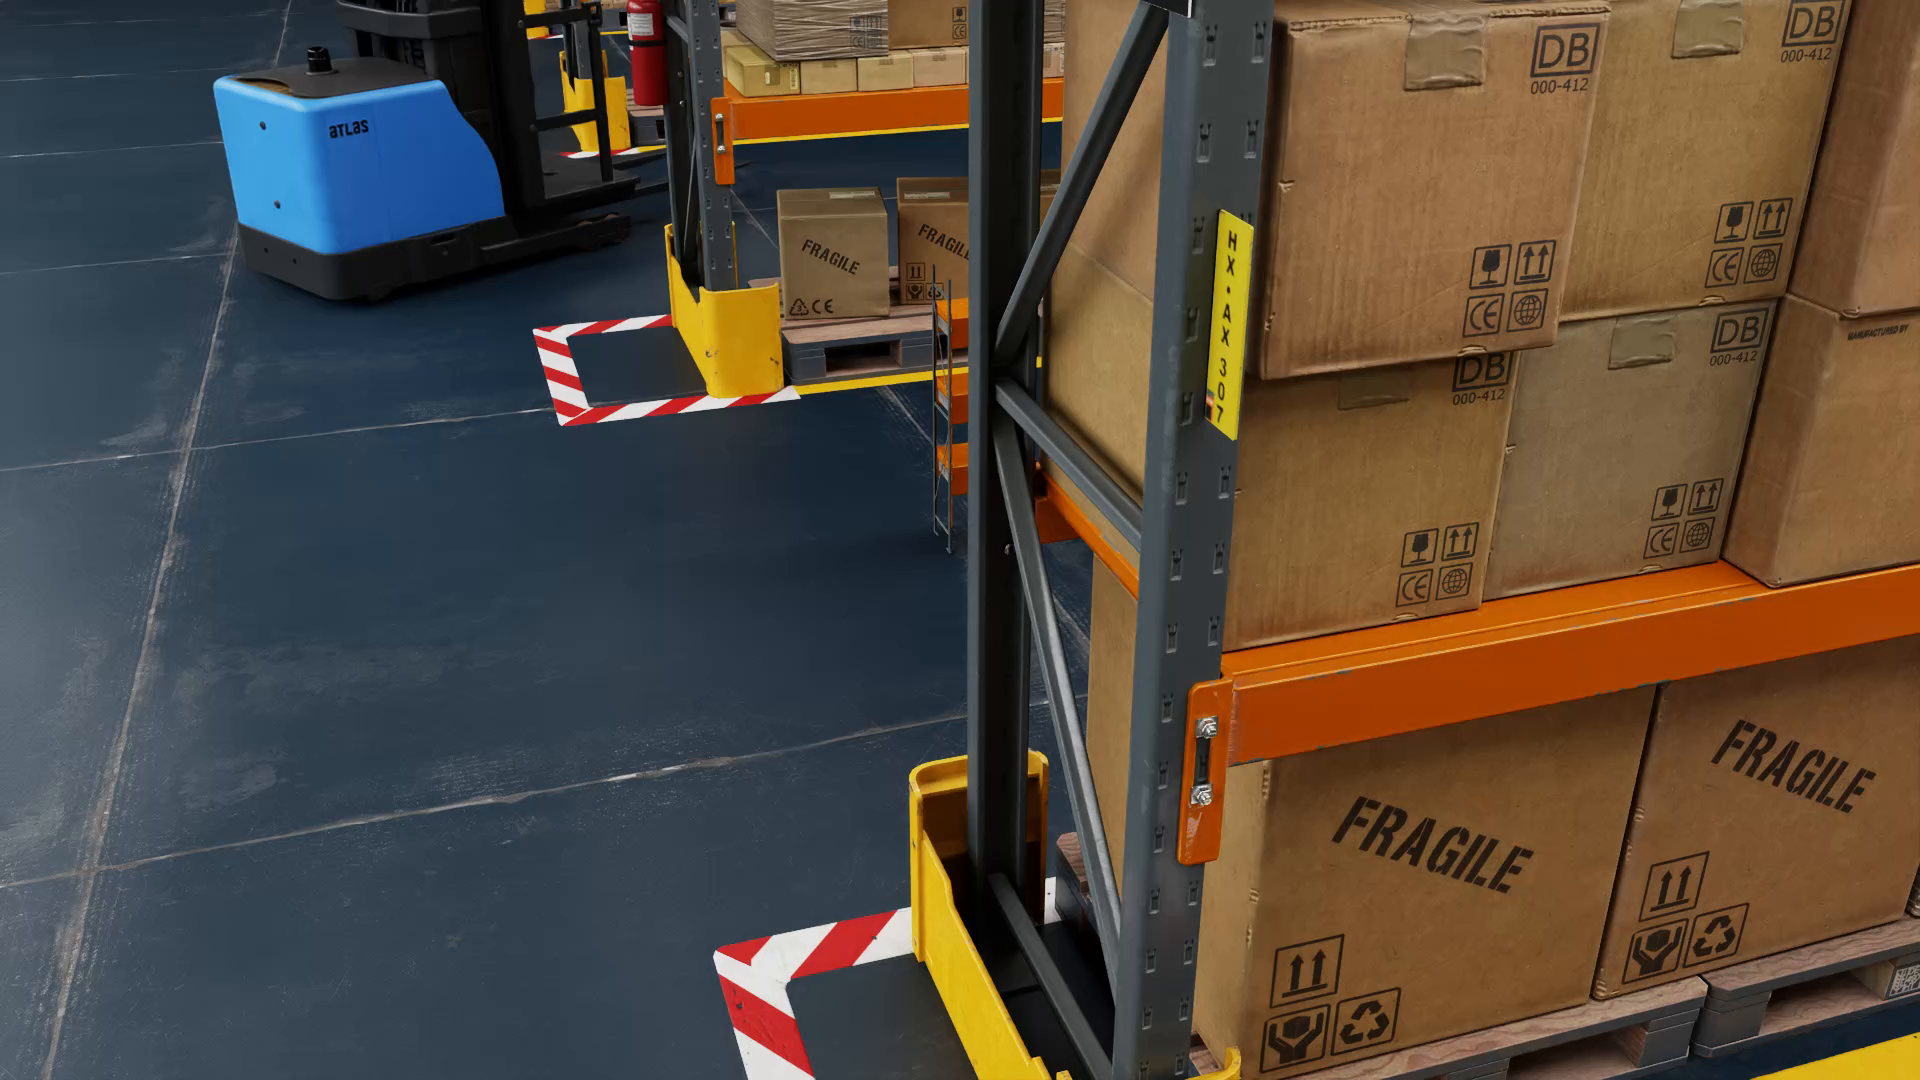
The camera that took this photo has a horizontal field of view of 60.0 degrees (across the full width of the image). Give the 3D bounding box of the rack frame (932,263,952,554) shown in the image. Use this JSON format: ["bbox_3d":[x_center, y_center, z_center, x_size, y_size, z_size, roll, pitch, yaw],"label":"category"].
[{"bbox_3d":[-0.065,-0.461,5.998,0.008,1.050,0.200,-8,28,-16],"label":"rack frame"}]

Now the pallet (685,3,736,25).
[{"bbox_3d":[-2.403,-5.467,17.024,1.213,0.211,1.003,-8,28,-16],"label":"pallet"}]

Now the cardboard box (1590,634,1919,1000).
[{"bbox_3d":[1.689,0.394,4.000,0.875,0.875,0.875,-9,28,-17],"label":"cardboard box"}]

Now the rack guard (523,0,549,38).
[{"bbox_3d":[-4.298,-5.303,16.370,0.348,0.500,1.175,-8,28,-16],"label":"rack guard"}]

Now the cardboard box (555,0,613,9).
[{"bbox_3d":[-3.697,-5.362,16.298,0.500,0.250,0.500,-8,28,-16],"label":"cardboard box"}]

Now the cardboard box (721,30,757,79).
[{"bbox_3d":[-1.004,-2.251,7.694,0.250,0.149,0.380,-8,28,-16],"label":"cardboard box"}]

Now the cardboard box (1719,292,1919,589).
[{"bbox_3d":[1.655,-0.372,3.458,0.550,0.550,0.875,-8,28,-16],"label":"cardboard box"}]

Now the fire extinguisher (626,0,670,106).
[{"bbox_3d":[-1.463,-2.382,7.761,0.183,0.674,0.296,-8,28,-16],"label":"fire extinguisher"}]

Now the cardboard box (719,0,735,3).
[{"bbox_3d":[-2.270,-5.568,16.713,0.500,0.250,0.500,-8,28,-16],"label":"cardboard box"}]

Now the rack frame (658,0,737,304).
[{"bbox_3d":[-1.211,-2.237,7.383,0.127,3.000,1.000,-8,28,-16],"label":"rack frame"}]

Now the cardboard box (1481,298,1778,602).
[{"bbox_3d":[1.083,-0.348,3.410,0.550,0.550,0.875,-8,28,-16],"label":"cardboard box"}]

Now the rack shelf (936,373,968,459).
[{"bbox_3d":[0.051,-0.468,6.036,0.240,0.259,0.215,-8,28,-16],"label":"rack shelf"}]

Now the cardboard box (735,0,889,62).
[{"bbox_3d":[-0.680,-2.479,7.424,0.500,0.500,0.875,-8,28,-16],"label":"cardboard box"}]

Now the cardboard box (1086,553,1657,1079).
[{"bbox_3d":[0.853,0.516,3.754,0.875,0.875,0.875,-8,28,-16],"label":"cardboard box"}]

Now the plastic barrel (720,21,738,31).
[{"bbox_3d":[-1.666,-3.597,12.448,0.421,0.512,0.421,0,26,0],"label":"plastic barrel"}]

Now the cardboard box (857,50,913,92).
[{"bbox_3d":[-0.381,-2.117,7.424,0.250,0.149,0.380,-8,28,-16],"label":"cardboard box"}]

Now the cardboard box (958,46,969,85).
[{"bbox_3d":[0.091,-2.192,7.575,0.250,0.149,0.380,-8,28,-16],"label":"cardboard box"}]

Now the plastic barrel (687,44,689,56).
[{"bbox_3d":[-2.143,-3.528,12.309,0.421,0.512,0.421,0,26,0],"label":"plastic barrel"}]

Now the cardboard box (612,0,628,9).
[{"bbox_3d":[-3.223,-5.433,16.440,0.500,0.250,0.500,-8,28,-16],"label":"cardboard box"}]

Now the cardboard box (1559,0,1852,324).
[{"bbox_3d":[1.088,-0.826,3.158,0.550,0.550,0.875,-8,28,-16],"label":"cardboard box"}]

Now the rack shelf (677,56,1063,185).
[{"bbox_3d":[0.690,-2.190,8.098,4.000,0.370,1.077,-8,28,-16],"label":"rack shelf"}]

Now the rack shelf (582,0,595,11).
[{"bbox_3d":[-0.844,-4.284,12.316,4.000,0.370,1.077,-8,28,-16],"label":"rack shelf"}]

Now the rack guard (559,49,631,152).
[{"bbox_3d":[-2.688,-3.242,12.218,0.348,0.500,1.175,-8,28,-16],"label":"rack guard"}]

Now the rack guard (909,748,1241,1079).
[{"bbox_3d":[0.206,0.997,3.680,0.348,0.500,1.175,-8,28,-16],"label":"rack guard"}]

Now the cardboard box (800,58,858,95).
[{"bbox_3d":[-0.623,-2.089,7.368,0.250,0.149,0.380,-8,28,-16],"label":"cardboard box"}]

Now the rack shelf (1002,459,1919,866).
[{"bbox_3d":[2.130,-0.079,3.845,4.000,0.370,1.077,-8,28,-16],"label":"rack shelf"}]

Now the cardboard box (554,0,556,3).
[{"bbox_3d":[-3.857,-5.581,16.739,0.500,0.250,0.500,-8,28,-16],"label":"cardboard box"}]

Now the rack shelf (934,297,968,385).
[{"bbox_3d":[0.051,-0.722,5.910,0.240,0.259,0.215,-8,28,-16],"label":"rack shelf"}]

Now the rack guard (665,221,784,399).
[{"bbox_3d":[-1.139,-1.128,7.960,0.348,0.500,1.175,-8,28,-16],"label":"rack guard"}]

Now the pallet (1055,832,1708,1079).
[{"bbox_3d":[0.965,0.980,4.039,1.213,0.211,1.003,-8,28,-16],"label":"pallet"}]

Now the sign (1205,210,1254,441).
[{"bbox_3d":[0.395,-0.314,2.446,0.005,0.325,0.100,-8,28,-16],"label":"sign"}]

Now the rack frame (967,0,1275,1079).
[{"bbox_3d":[0.228,-0.126,3.131,0.127,3.000,1.000,-8,28,-16],"label":"rack frame"}]

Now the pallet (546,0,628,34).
[{"bbox_3d":[-3.561,-5.300,16.689,1.213,0.211,1.003,-8,28,-16],"label":"pallet"}]

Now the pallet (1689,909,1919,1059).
[{"bbox_3d":[2.123,0.813,4.374,1.213,0.211,1.003,-8,28,-16],"label":"pallet"}]

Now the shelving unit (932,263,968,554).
[{"bbox_3d":[0.051,-0.478,6.031,0.252,1.050,0.215,-8,28,-16],"label":"shelving unit"}]

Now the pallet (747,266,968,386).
[{"bbox_3d":[-0.356,-1.096,8.219,1.213,0.211,1.003,-8,28,-16],"label":"pallet"}]

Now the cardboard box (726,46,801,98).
[{"bbox_3d":[-0.867,-2.063,7.315,0.250,0.149,0.380,-8,28,-16],"label":"cardboard box"}]

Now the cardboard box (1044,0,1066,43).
[{"bbox_3d":[0.247,-2.649,7.766,0.500,0.500,0.875,-8,28,-16],"label":"cardboard box"}]

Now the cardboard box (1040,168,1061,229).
[{"bbox_3d":[0.546,-1.560,8.357,0.500,0.500,0.500,-6,27,-11],"label":"cardboard box"}]

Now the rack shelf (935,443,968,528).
[{"bbox_3d":[0.051,-0.219,6.160,0.240,0.259,0.215,-8,28,-16],"label":"rack shelf"}]

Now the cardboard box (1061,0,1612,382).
[{"bbox_3d":[0.593,-0.712,2.927,0.550,0.550,0.875,-8,28,-16],"label":"cardboard box"}]

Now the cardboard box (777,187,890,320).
[{"bbox_3d":[-0.612,-1.385,8.004,0.500,0.500,0.500,-3,27,-7],"label":"cardboard box"}]

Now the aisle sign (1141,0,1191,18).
[{"bbox_3d":[0.254,-1.154,2.277,0.004,0.787,0.394,-8,28,-16],"label":"aisle sign"}]

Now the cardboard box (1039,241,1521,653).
[{"bbox_3d":[0.567,-0.264,3.239,0.550,0.550,0.875,-8,28,-16],"label":"cardboard box"}]

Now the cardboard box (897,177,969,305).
[{"bbox_3d":[-0.055,-1.481,8.199,0.500,0.500,0.500,-1,26,-3],"label":"cardboard box"}]

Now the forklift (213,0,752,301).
[{"bbox_3d":[-2.582,-3.125,9.248,1.130,2.935,3.031,22,34,37],"label":"forklift"}]

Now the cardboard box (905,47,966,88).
[{"bbox_3d":[-0.149,-2.161,7.511,0.250,0.149,0.380,-8,28,-16],"label":"cardboard box"}]

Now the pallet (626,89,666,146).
[{"bbox_3d":[-1.913,-3.222,12.503,1.213,0.211,1.003,-8,28,-16],"label":"pallet"}]

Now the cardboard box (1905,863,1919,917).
[{"bbox_3d":[2.556,0.269,4.251,0.875,0.875,0.875,-8,28,-16],"label":"cardboard box"}]

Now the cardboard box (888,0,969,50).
[{"bbox_3d":[-0.242,-2.599,7.665,0.500,0.500,0.875,-8,28,-16],"label":"cardboard box"}]

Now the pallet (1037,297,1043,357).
[{"bbox_3d":[0.802,-1.262,8.554,1.213,0.211,1.003,-8,28,-16],"label":"pallet"}]

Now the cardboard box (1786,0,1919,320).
[{"bbox_3d":[1.662,-0.846,3.198,0.550,0.550,0.875,-8,28,-16],"label":"cardboard box"}]

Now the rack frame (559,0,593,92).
[{"bbox_3d":[-2.745,-4.331,11.601,0.127,3.000,1.000,-8,28,-16],"label":"rack frame"}]

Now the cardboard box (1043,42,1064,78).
[{"bbox_3d":[0.320,-2.238,7.667,0.250,0.149,0.380,-8,28,-16],"label":"cardboard box"}]
